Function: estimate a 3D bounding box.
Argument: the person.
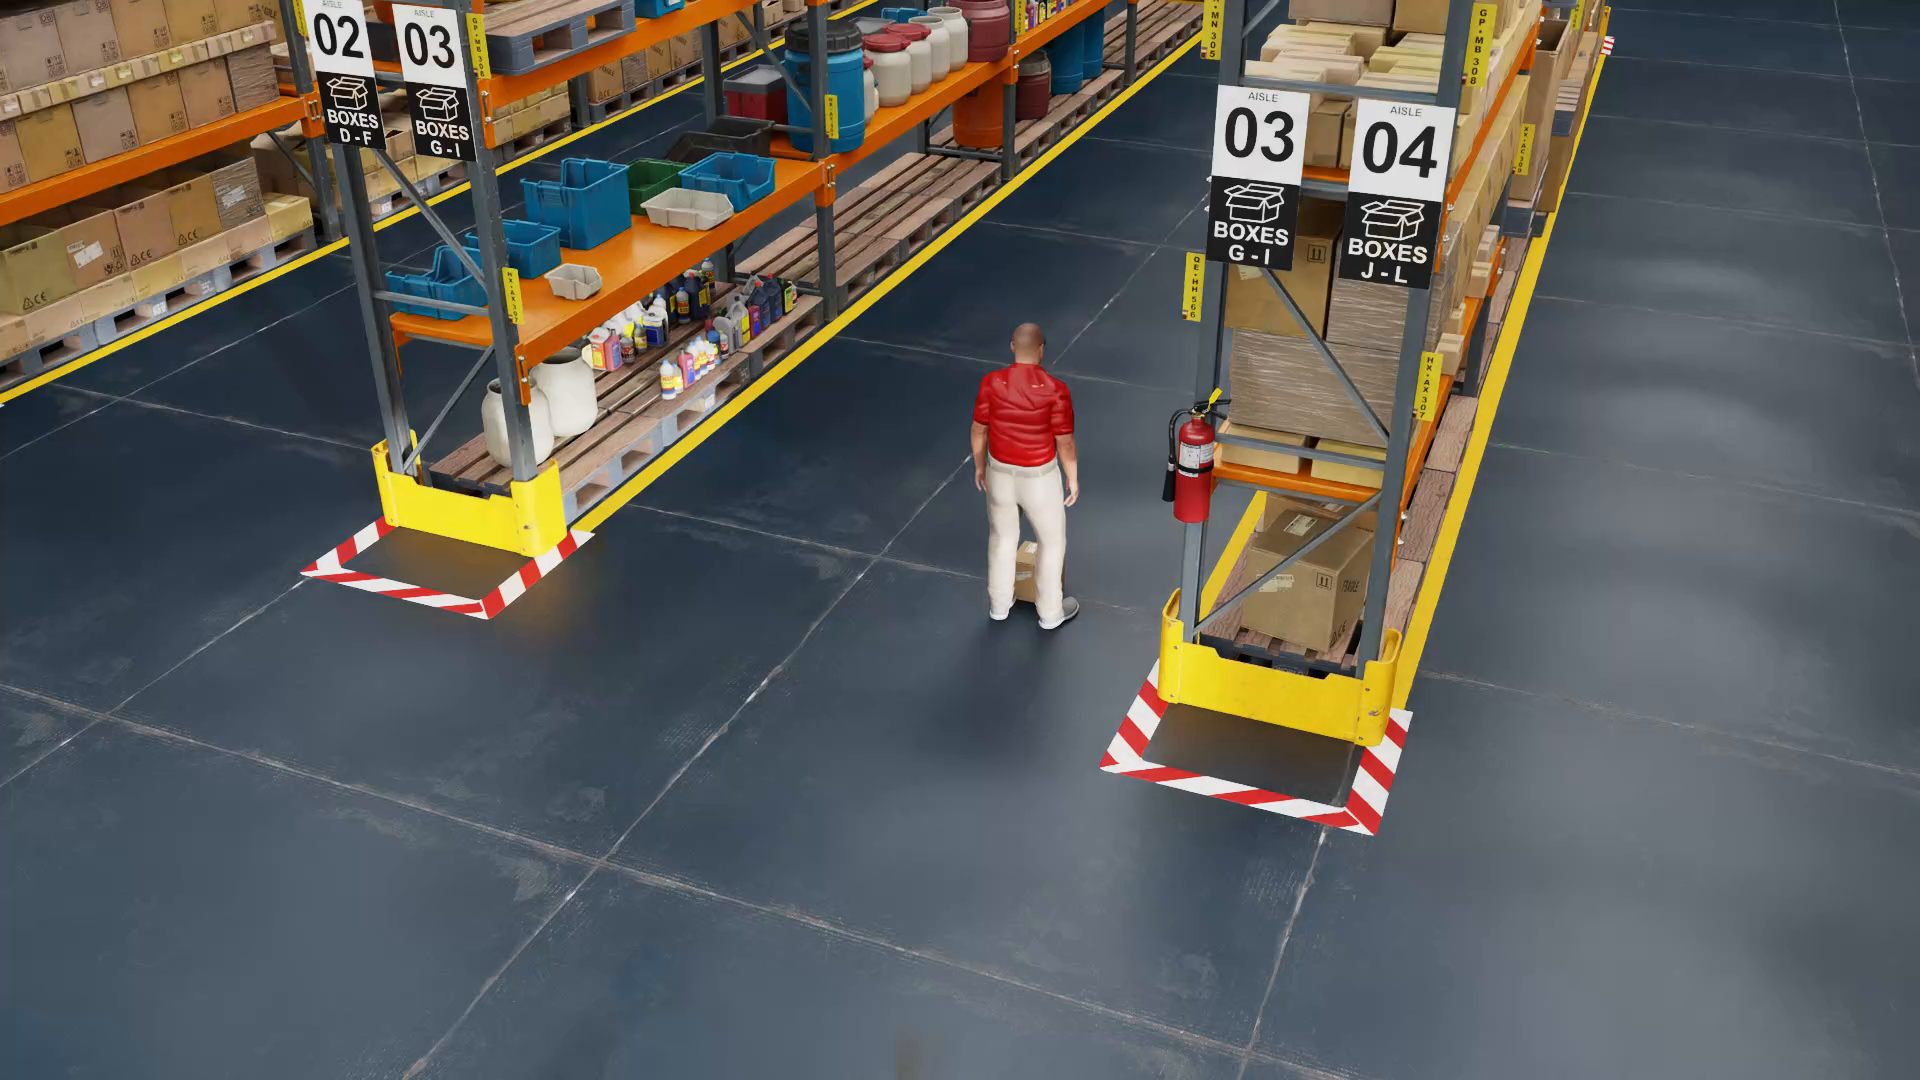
[{"bbox_3d":[0.353,-0.338,9.012,0.593,1.726,0.387,11,31,18],"label":"person"}]
